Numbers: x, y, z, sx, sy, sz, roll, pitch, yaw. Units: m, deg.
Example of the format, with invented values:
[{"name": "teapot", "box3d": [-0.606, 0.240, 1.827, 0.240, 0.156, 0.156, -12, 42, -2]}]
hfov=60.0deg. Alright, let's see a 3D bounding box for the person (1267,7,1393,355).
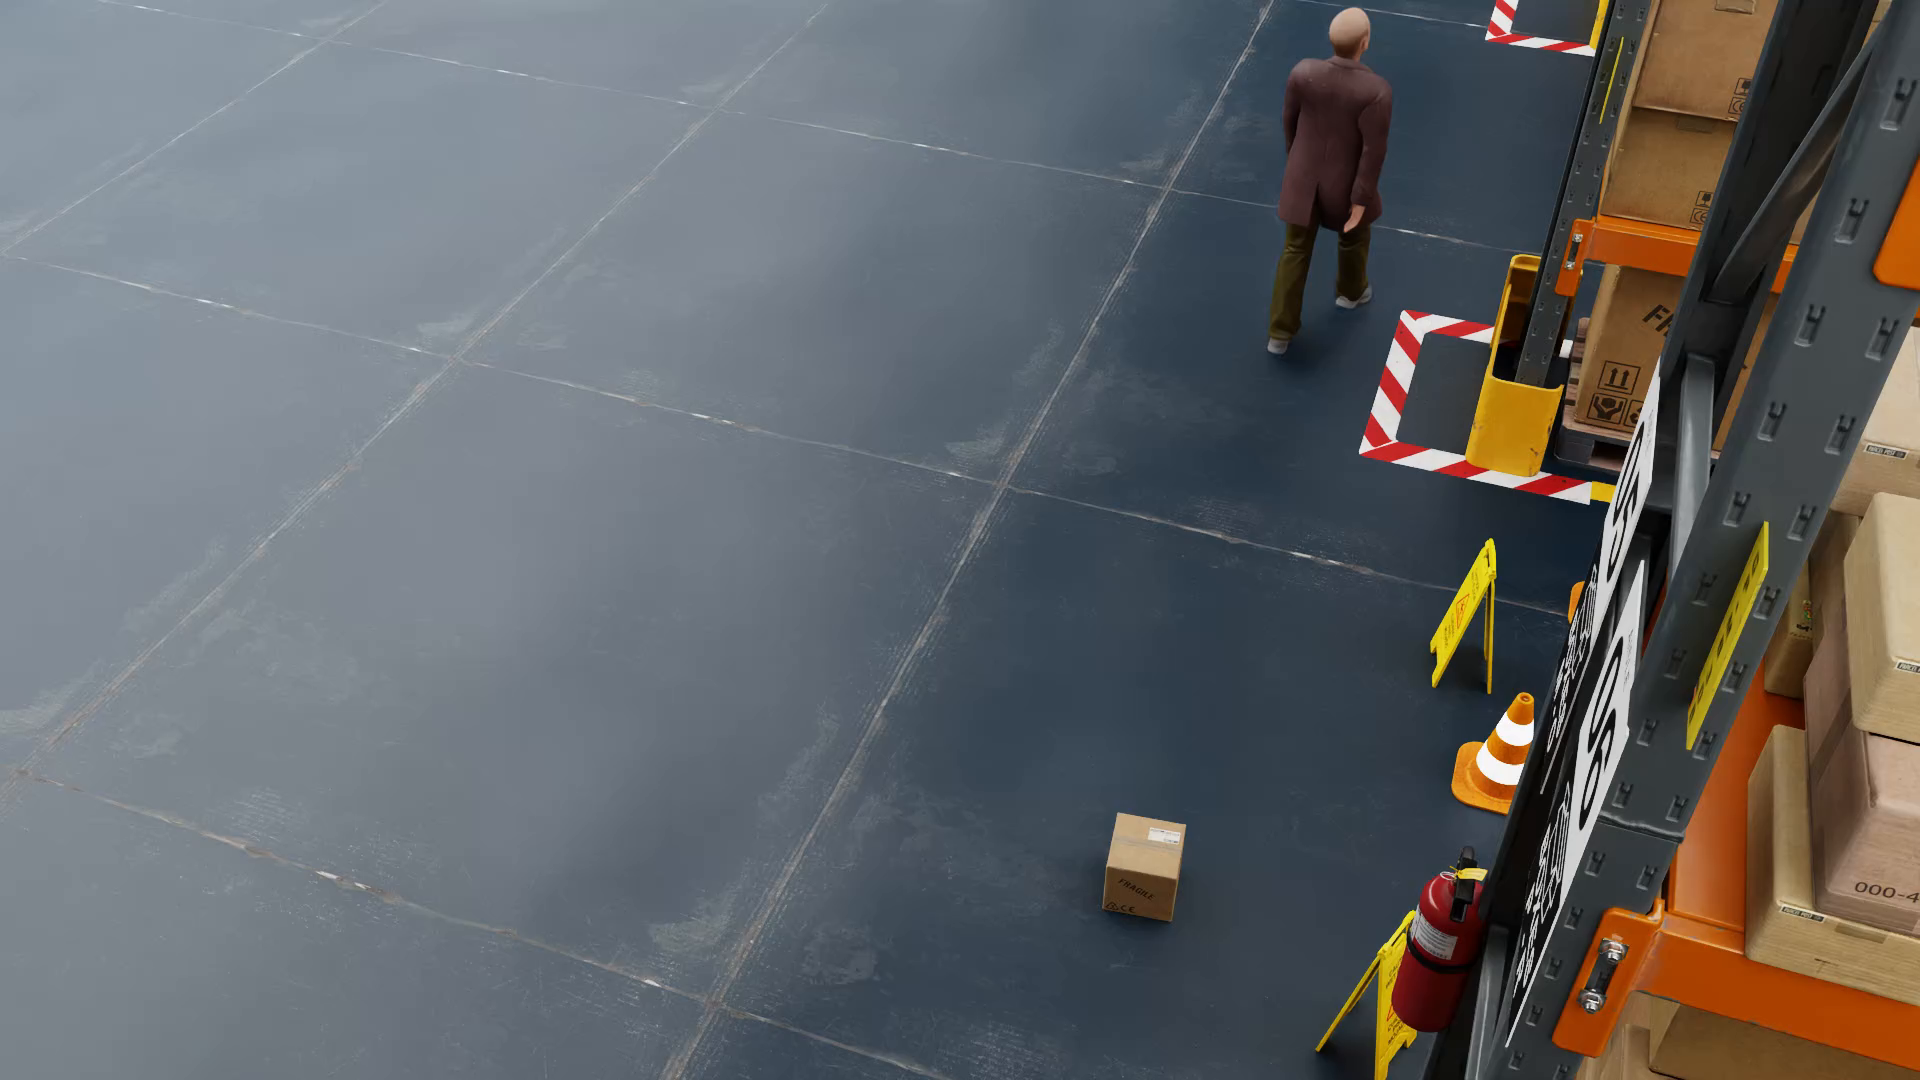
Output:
[{"name": "person", "box3d": [1.867, -1.835, 8.277, 0.577, 1.777, 0.917, 20, 45, 22]}]
